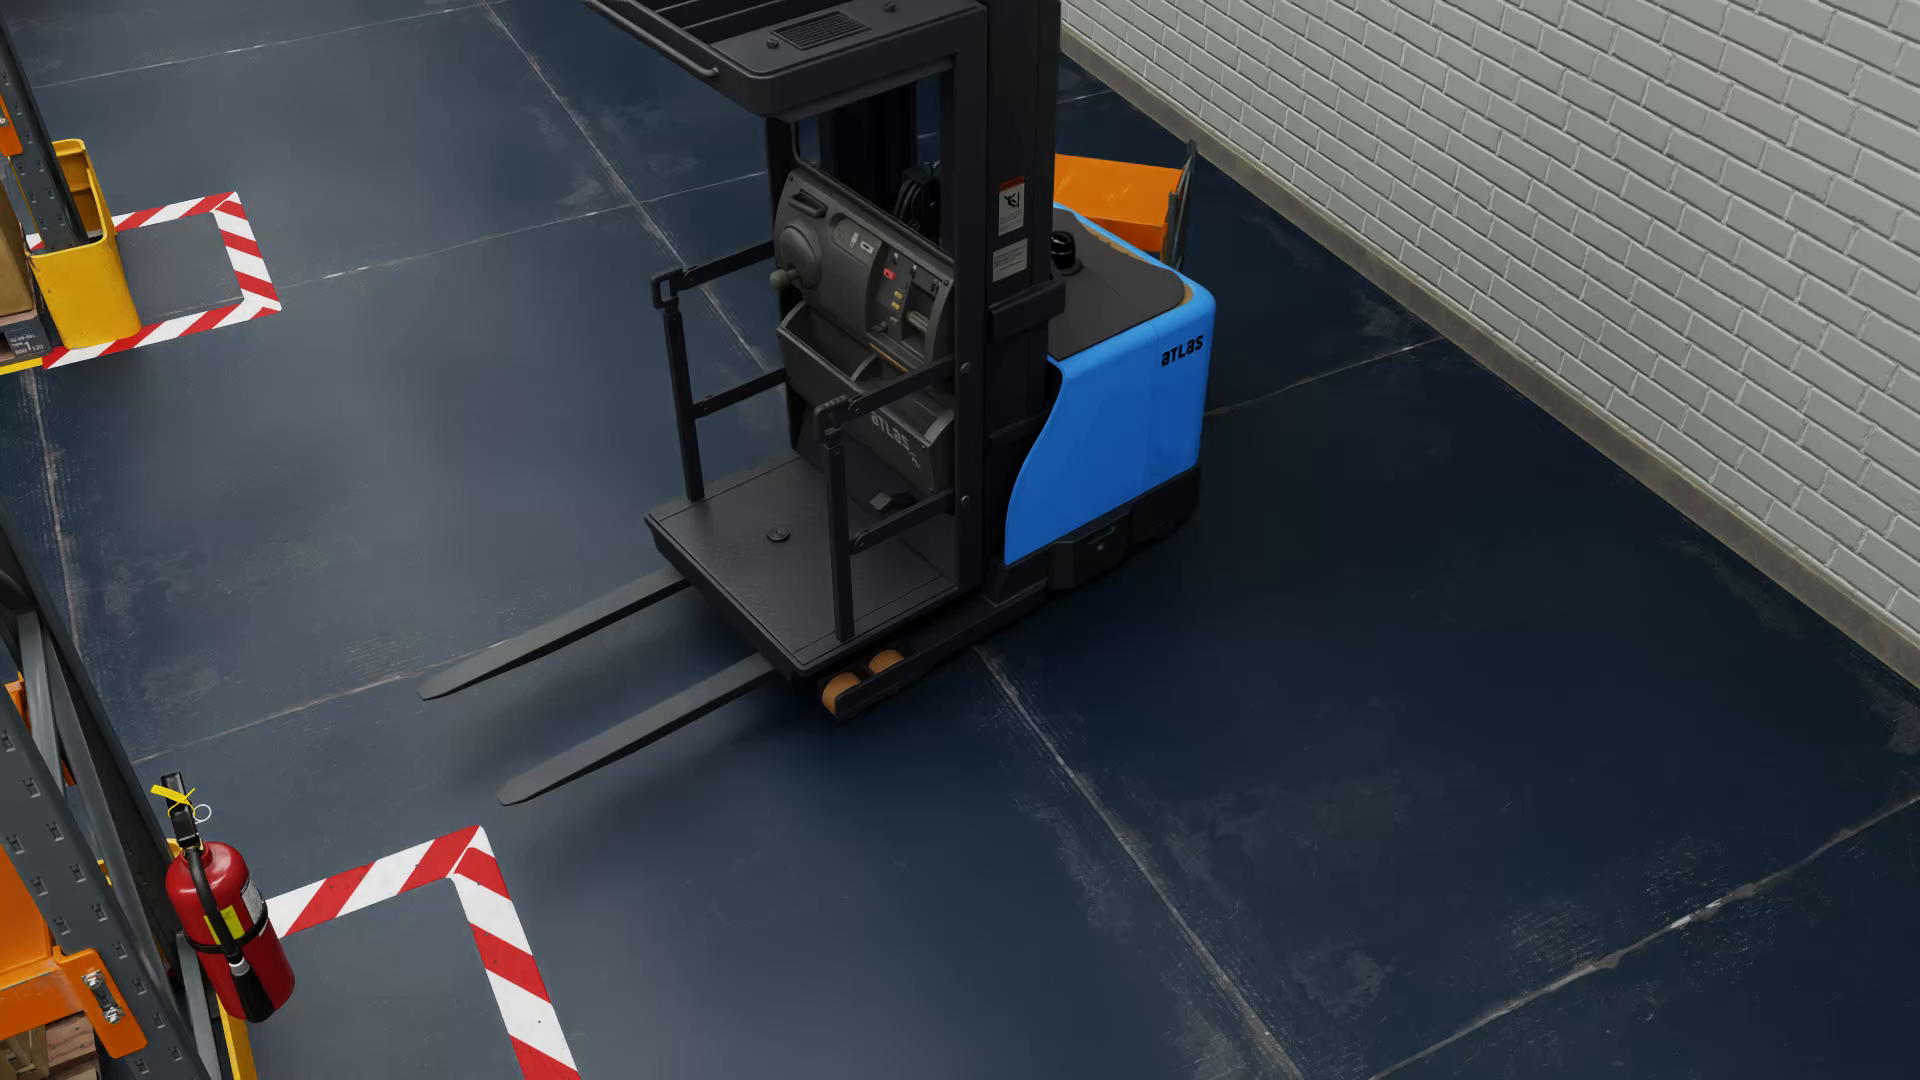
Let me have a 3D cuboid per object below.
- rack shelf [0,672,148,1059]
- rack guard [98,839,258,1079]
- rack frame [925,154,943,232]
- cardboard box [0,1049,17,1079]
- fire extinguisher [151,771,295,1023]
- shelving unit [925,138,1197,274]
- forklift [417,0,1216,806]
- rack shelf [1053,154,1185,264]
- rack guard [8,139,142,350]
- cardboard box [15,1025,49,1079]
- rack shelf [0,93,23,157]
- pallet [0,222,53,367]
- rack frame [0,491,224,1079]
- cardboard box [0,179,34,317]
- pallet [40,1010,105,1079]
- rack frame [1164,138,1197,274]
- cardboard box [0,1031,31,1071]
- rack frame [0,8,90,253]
[{"bbox_3d":[-3.901,1.342,3.399,4.000,0.370,1.077,-19,44,-21],"label":"rack shelf"},{"bbox_3d":[-2.194,1.448,4.653,0.348,0.500,1.175,-19,44,-21],"label":"rack guard"},{"bbox_3d":[-0.064,-1.280,7.392,0.032,1.125,0.500,10,41,12],"label":"rack frame"},{"bbox_3d":[-2.480,1.475,4.107,0.250,0.149,0.380,-18,43,-20],"label":"cardboard box"},{"bbox_3d":[-1.690,0.832,3.794,0.183,0.674,0.296,-19,44,-21],"label":"fire extinguisher"},{"bbox_3d":[0.426,-1.194,7.290,1.048,1.125,0.538,10,41,12],"label":"shelving unit"},{"bbox_3d":[-0.500,-0.863,5.501,3.031,2.935,1.130,-27,47,-28],"label":"forklift"},{"bbox_3d":[0.426,-1.417,7.101,1.000,0.278,0.538,10,41,12],"label":"rack shelf"},{"bbox_3d":[-4.307,-1.455,8.082,0.348,0.500,1.175,-19,44,-21],"label":"rack guard"},{"bbox_3d":[-2.740,1.372,4.690,0.250,0.149,0.380,-18,43,-20],"label":"cardboard box"},{"bbox_3d":[-6.102,-1.530,6.793,4.000,0.370,1.077,-19,44,-21],"label":"rack shelf"},{"bbox_3d":[-5.002,-1.054,7.832,1.213,0.211,1.003,-19,44,-21],"label":"pallet"},{"bbox_3d":[-2.127,0.471,3.872,0.127,3.000,1.000,-19,44,-21],"label":"rack frame"},{"bbox_3d":[-4.859,-1.514,7.536,0.875,0.875,0.875,-19,44,-21],"label":"cardboard box"},{"bbox_3d":[-2.931,1.780,4.484,1.213,0.211,1.003,-19,44,-21],"label":"pallet"},{"bbox_3d":[0.916,-1.107,7.187,0.032,1.125,0.500,10,41,12],"label":"rack frame"},{"bbox_3d":[-2.710,1.294,4.550,0.250,0.149,0.380,-17,43,-19],"label":"cardboard box"},{"bbox_3d":[-4.329,-2.402,7.265,0.127,3.000,1.000,-19,44,-21],"label":"rack frame"}]
